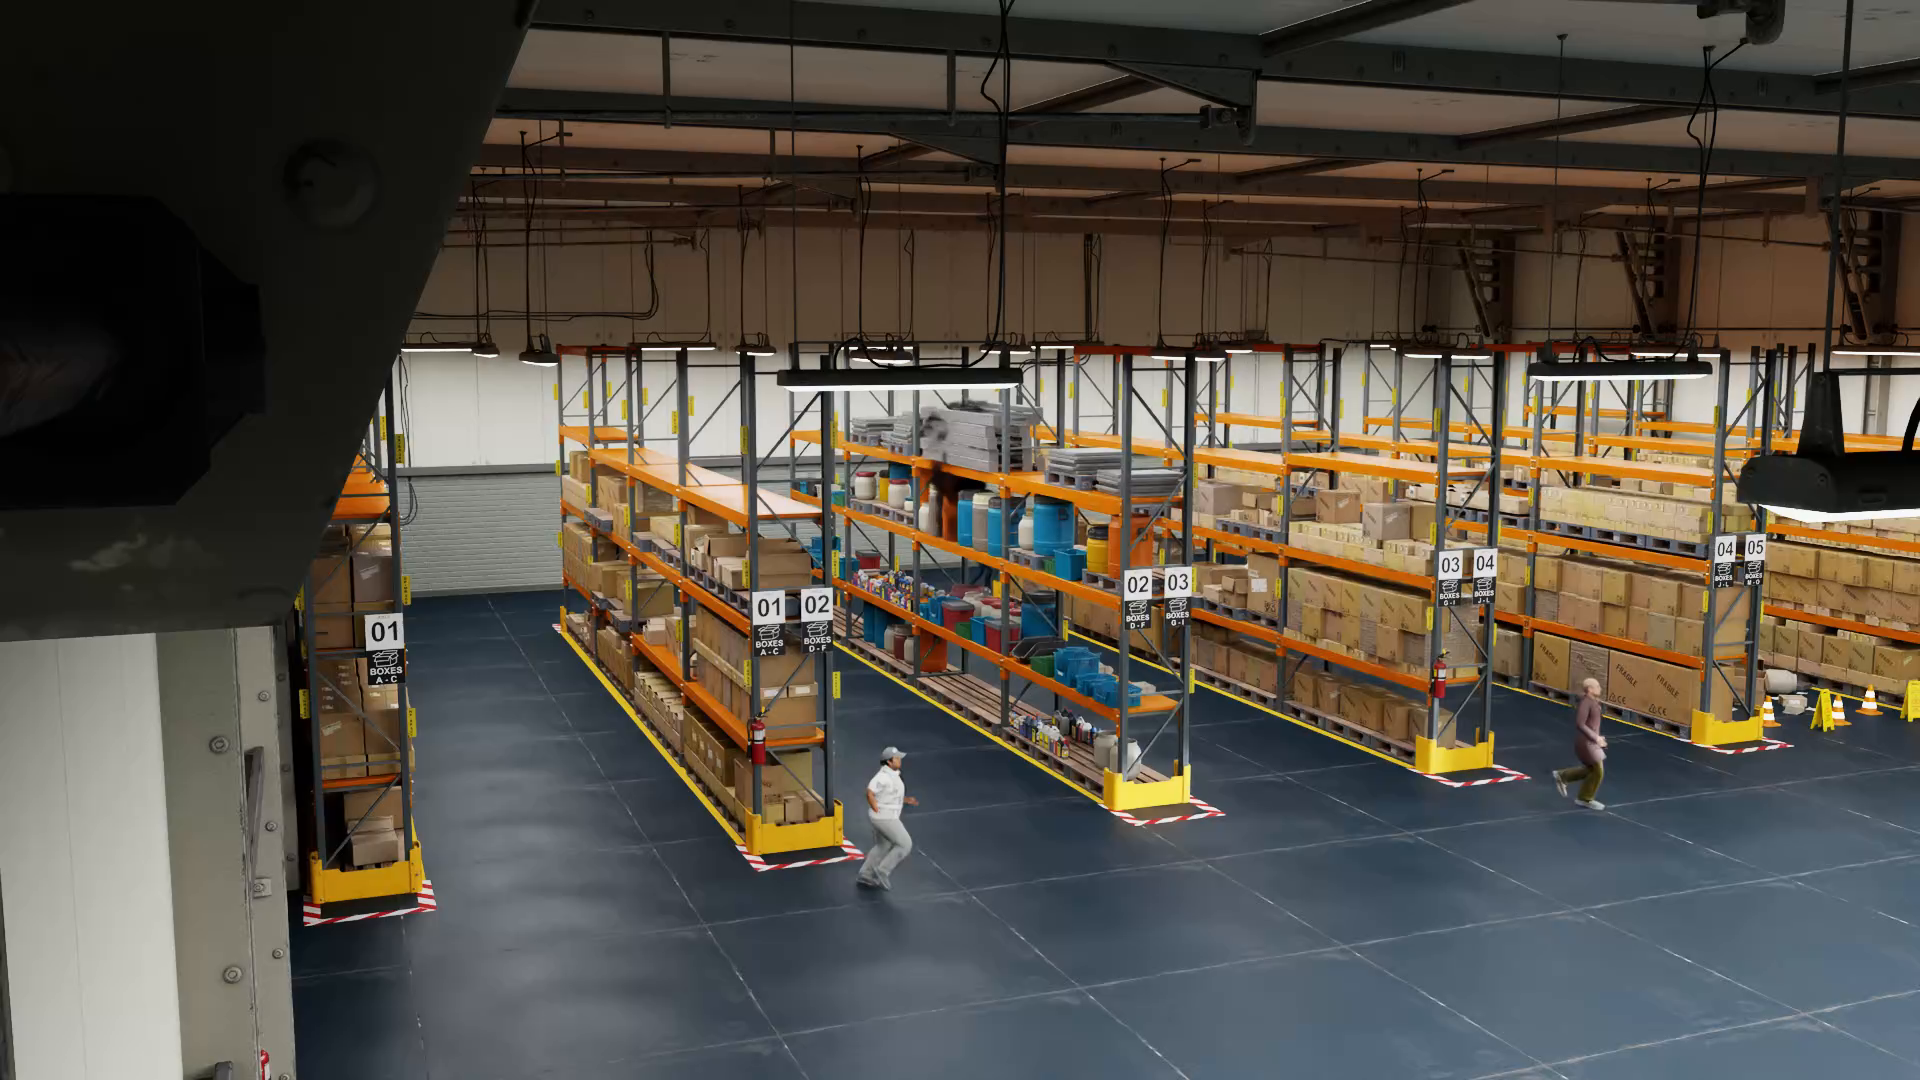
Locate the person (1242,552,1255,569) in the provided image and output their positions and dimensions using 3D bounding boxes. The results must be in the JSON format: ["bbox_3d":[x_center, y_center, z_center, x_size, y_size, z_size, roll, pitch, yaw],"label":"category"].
[{"bbox_3d":[6.153,1.067,34.985,0.589,1.648,0.528,-3,8,-20],"label":"person"}]

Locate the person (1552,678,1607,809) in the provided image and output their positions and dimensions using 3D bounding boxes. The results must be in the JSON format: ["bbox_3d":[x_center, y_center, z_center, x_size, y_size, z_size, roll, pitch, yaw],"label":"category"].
[{"bbox_3d":[8.240,2.682,22.081,0.673,1.738,0.724,3,8,22],"label":"person"}]

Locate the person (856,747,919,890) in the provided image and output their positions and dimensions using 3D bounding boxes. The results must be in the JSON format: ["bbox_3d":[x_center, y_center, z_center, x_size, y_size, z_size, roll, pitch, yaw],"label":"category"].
[{"bbox_3d":[-0.831,3.142,18.845,0.719,1.623,0.537,0,7,3],"label":"person"}]

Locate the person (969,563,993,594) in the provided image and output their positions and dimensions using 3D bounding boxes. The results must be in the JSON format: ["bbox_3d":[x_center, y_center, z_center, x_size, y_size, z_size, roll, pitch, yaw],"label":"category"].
[{"bbox_3d":[0.538,0.503,39.743,0.713,1.640,0.523,-1,7,-5],"label":"person"}]
